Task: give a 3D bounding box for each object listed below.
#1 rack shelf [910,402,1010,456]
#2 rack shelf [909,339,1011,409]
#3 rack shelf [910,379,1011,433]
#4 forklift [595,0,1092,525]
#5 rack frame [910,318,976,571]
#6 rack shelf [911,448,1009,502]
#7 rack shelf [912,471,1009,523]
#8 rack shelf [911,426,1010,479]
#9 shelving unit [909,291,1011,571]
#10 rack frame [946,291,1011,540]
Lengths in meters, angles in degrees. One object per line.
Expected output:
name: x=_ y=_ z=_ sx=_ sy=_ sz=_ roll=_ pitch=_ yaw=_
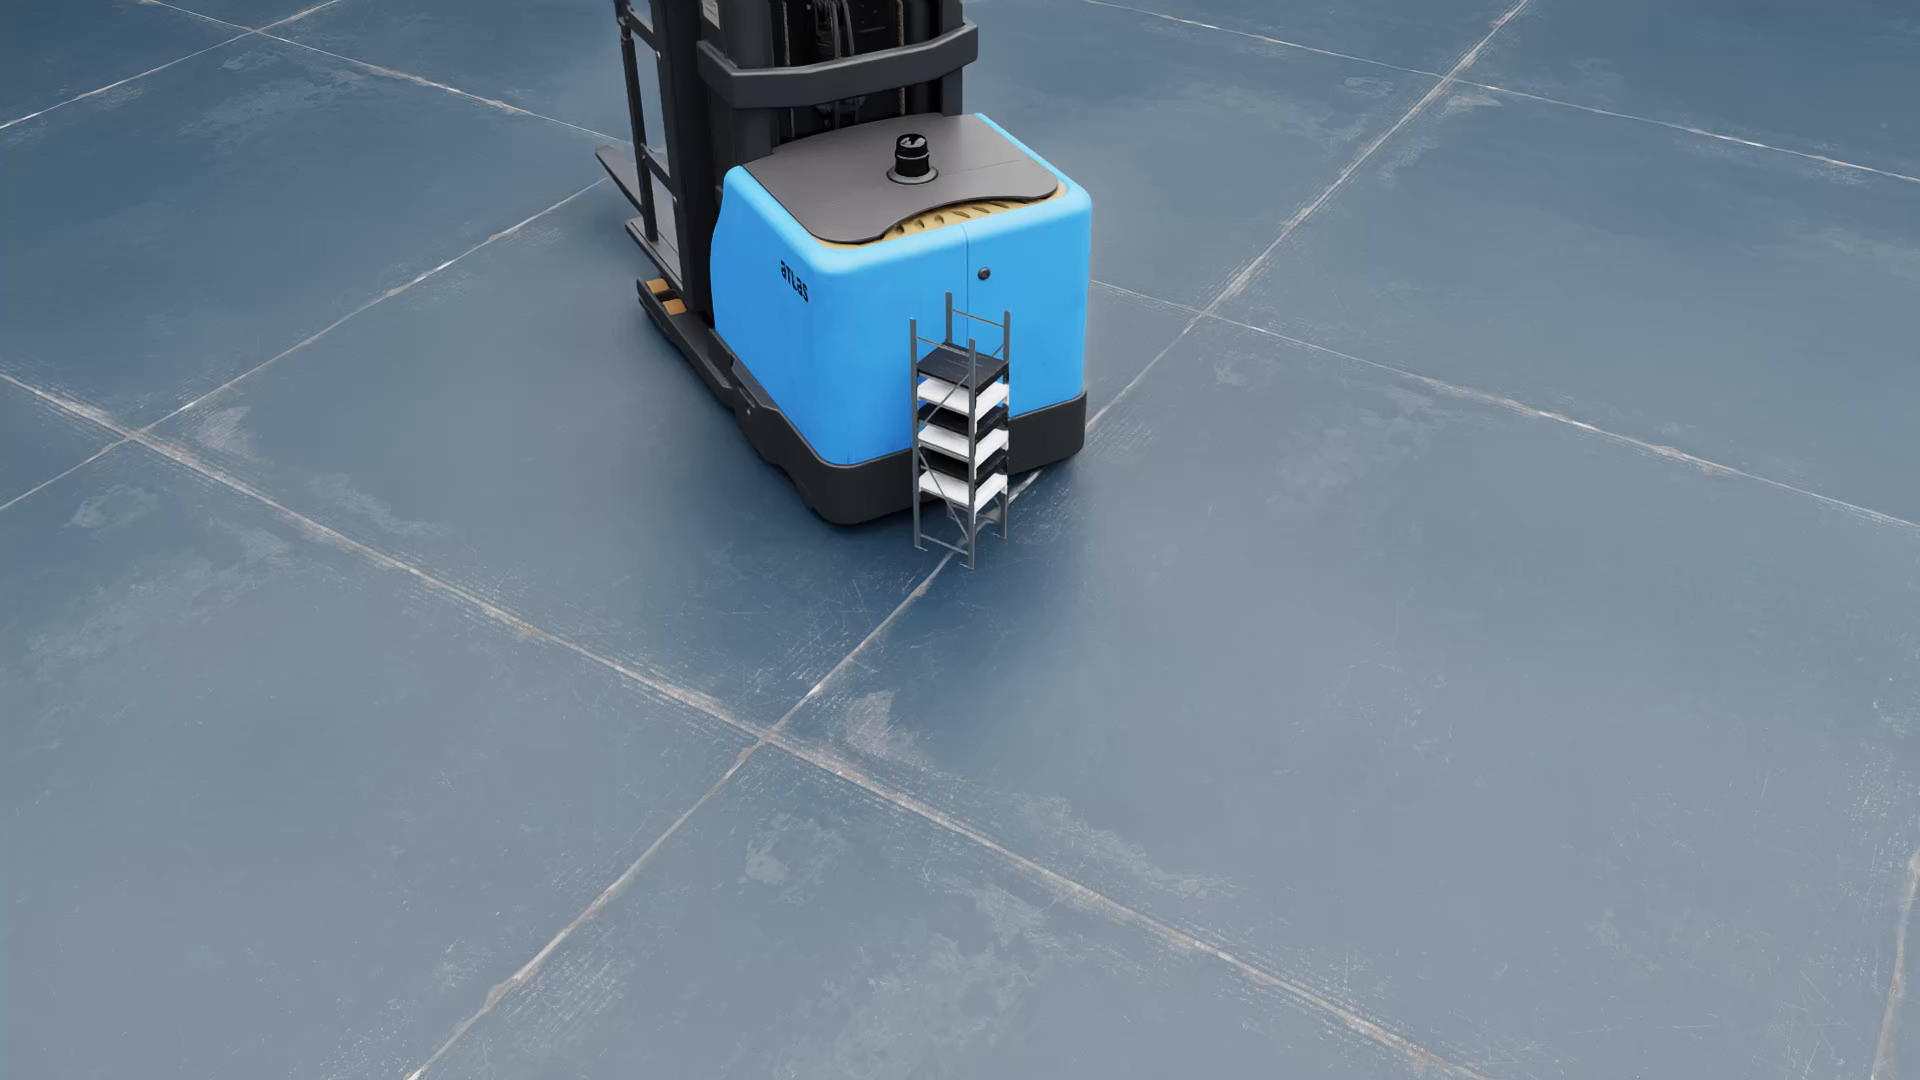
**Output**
rack shelf: x=0.001 y=-0.390 z=5.427 sx=0.258 sy=0.077 sz=0.200 roll=22 pitch=43 yaw=26
rack shelf: x=0.001 y=-0.533 z=5.317 sx=0.258 sy=0.077 sz=0.200 roll=22 pitch=43 yaw=26
rack shelf: x=0.001 y=-0.462 z=5.372 sx=0.258 sy=0.077 sz=0.200 roll=22 pitch=43 yaw=26
forklift: x=-0.688 y=-2.098 z=6.071 sx=1.130 sy=2.935 sz=3.031 roll=-18 pitch=41 yaw=-22
rack frame: x=-0.054 y=-0.293 z=5.394 sx=0.240 sy=0.900 sz=0.006 roll=22 pitch=43 yaw=26
rack shelf: x=0.001 y=-0.248 z=5.536 sx=0.258 sy=0.077 sz=0.200 roll=22 pitch=43 yaw=26
rack shelf: x=0.001 y=-0.177 z=5.591 sx=0.258 sy=0.077 sz=0.200 roll=22 pitch=43 yaw=26
rack shelf: x=0.001 y=-0.319 z=5.481 sx=0.258 sy=0.077 sz=0.200 roll=22 pitch=43 yaw=26
shelving unit: x=0.001 y=-0.346 z=5.461 sx=0.258 sy=0.900 sz=0.210 roll=22 pitch=43 yaw=26
rack frame: x=0.056 y=-0.398 z=5.529 sx=0.240 sy=0.900 sz=0.006 roll=22 pitch=43 yaw=26
